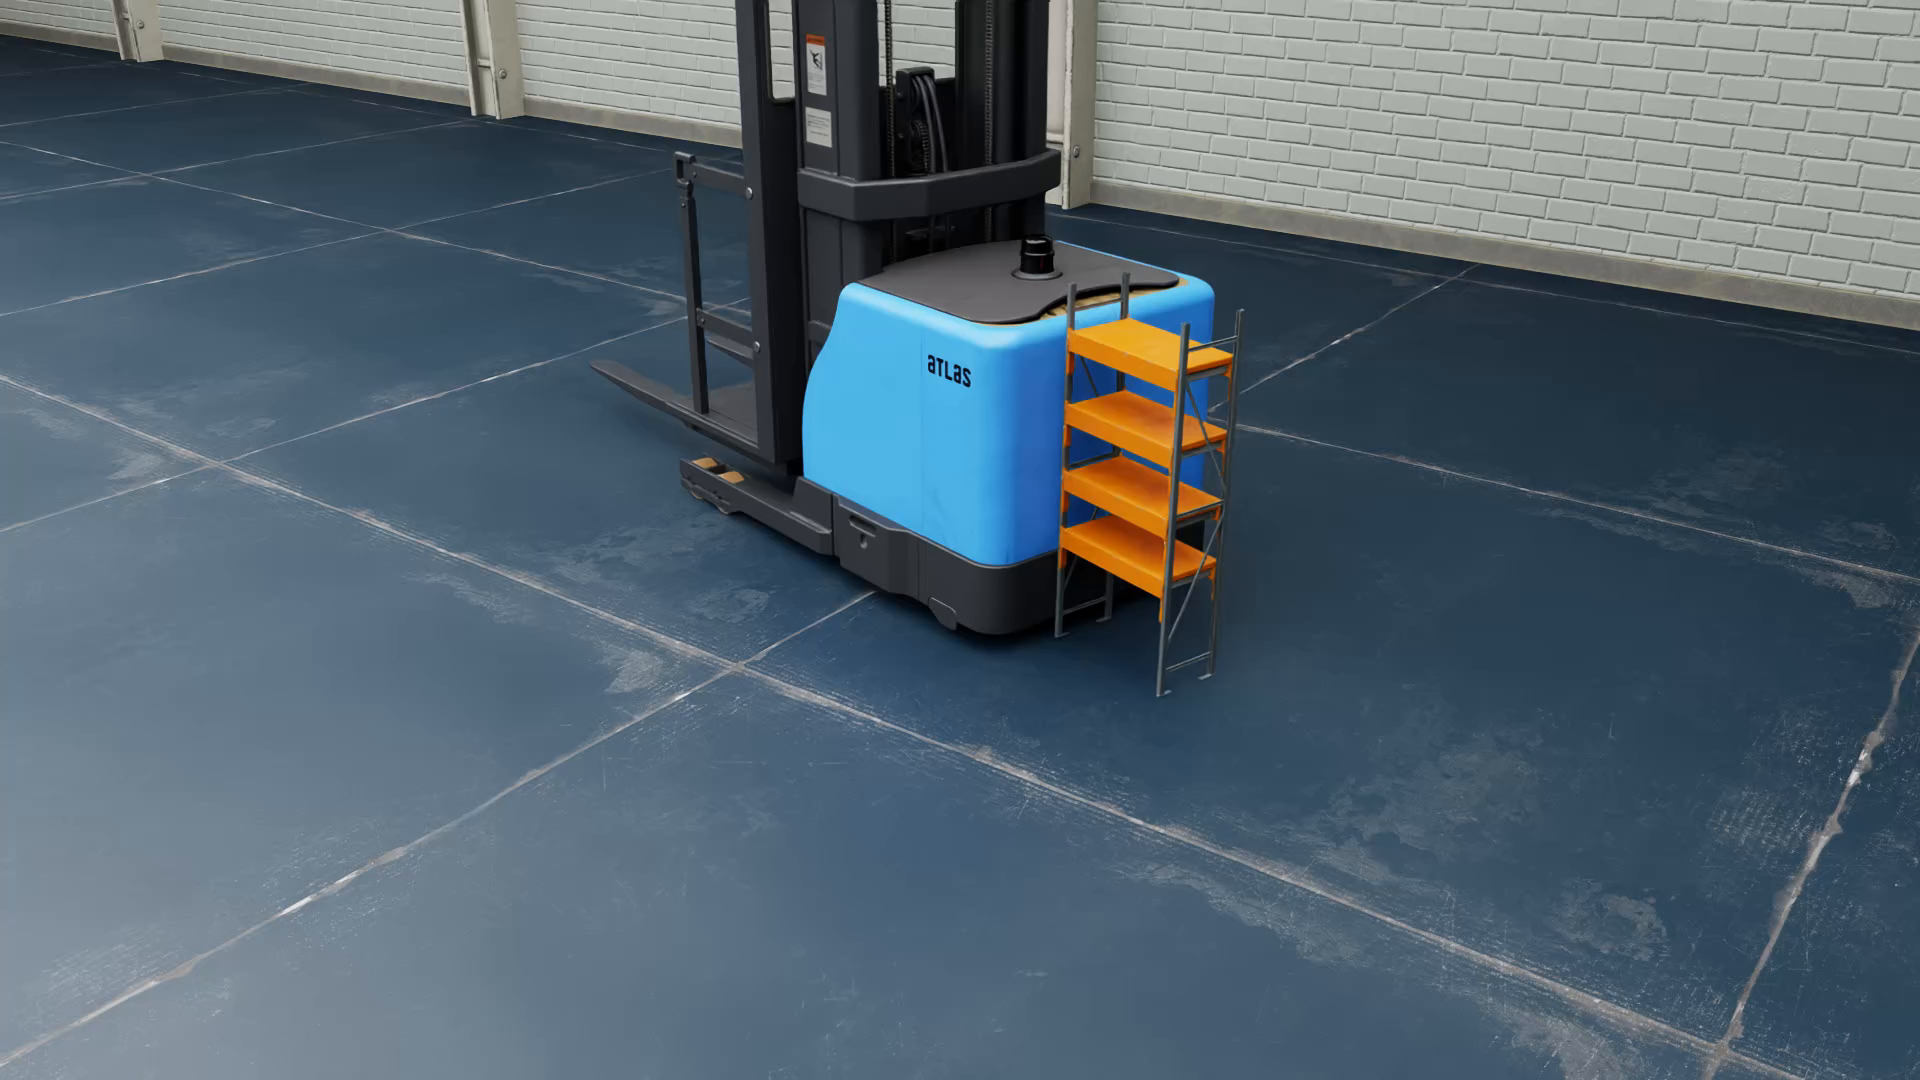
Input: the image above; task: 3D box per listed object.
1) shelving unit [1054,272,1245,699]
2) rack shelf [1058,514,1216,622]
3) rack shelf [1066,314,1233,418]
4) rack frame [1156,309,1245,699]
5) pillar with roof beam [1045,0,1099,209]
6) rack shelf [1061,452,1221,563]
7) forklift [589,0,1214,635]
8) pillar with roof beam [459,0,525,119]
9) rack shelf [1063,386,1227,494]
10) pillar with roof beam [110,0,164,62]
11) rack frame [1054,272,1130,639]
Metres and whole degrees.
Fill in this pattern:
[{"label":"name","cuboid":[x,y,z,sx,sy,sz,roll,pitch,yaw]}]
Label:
[{"label":"shelving unit","cuboid":[0.566,-0.170,5.137,0.258,1.200,0.503,-17,30,-34]},{"label":"rack shelf","cuboid":[0.563,0.072,5.247,0.258,0.148,0.480,-17,30,-34]},{"label":"rack shelf","cuboid":[0.570,-0.527,4.973,0.258,0.148,0.480,-17,30,-34]},{"label":"rack frame","cuboid":[0.713,-0.088,4.960,0.240,1.200,0.015,-17,30,-34]},{"label":"pillar with roof beam","cuboid":[-1.907,-5.089,6.639,0.400,9.000,9.100,17,29,33]},{"label":"rack shelf","cuboid":[0.565,-0.109,5.165,0.258,0.148,0.480,-17,30,-34]},{"label":"forklift","cuboid":[-0.458,-1.556,6.146,1.130,2.935,3.031,-18,30,-36]},{"label":"pillar with roof beam","cuboid":[-6.708,-6.540,9.932,0.400,9.000,9.100,17,29,33]},{"label":"rack shelf","cuboid":[0.568,-0.312,5.072,0.258,0.148,0.480,-17,30,-34]},{"label":"pillar with roof beam","cuboid":[-11.510,-7.990,13.225,0.400,9.000,9.100,17,29,33]},{"label":"rack frame","cuboid":[0.419,-0.252,5.313,0.240,1.200,0.015,-17,30,-34]}]
